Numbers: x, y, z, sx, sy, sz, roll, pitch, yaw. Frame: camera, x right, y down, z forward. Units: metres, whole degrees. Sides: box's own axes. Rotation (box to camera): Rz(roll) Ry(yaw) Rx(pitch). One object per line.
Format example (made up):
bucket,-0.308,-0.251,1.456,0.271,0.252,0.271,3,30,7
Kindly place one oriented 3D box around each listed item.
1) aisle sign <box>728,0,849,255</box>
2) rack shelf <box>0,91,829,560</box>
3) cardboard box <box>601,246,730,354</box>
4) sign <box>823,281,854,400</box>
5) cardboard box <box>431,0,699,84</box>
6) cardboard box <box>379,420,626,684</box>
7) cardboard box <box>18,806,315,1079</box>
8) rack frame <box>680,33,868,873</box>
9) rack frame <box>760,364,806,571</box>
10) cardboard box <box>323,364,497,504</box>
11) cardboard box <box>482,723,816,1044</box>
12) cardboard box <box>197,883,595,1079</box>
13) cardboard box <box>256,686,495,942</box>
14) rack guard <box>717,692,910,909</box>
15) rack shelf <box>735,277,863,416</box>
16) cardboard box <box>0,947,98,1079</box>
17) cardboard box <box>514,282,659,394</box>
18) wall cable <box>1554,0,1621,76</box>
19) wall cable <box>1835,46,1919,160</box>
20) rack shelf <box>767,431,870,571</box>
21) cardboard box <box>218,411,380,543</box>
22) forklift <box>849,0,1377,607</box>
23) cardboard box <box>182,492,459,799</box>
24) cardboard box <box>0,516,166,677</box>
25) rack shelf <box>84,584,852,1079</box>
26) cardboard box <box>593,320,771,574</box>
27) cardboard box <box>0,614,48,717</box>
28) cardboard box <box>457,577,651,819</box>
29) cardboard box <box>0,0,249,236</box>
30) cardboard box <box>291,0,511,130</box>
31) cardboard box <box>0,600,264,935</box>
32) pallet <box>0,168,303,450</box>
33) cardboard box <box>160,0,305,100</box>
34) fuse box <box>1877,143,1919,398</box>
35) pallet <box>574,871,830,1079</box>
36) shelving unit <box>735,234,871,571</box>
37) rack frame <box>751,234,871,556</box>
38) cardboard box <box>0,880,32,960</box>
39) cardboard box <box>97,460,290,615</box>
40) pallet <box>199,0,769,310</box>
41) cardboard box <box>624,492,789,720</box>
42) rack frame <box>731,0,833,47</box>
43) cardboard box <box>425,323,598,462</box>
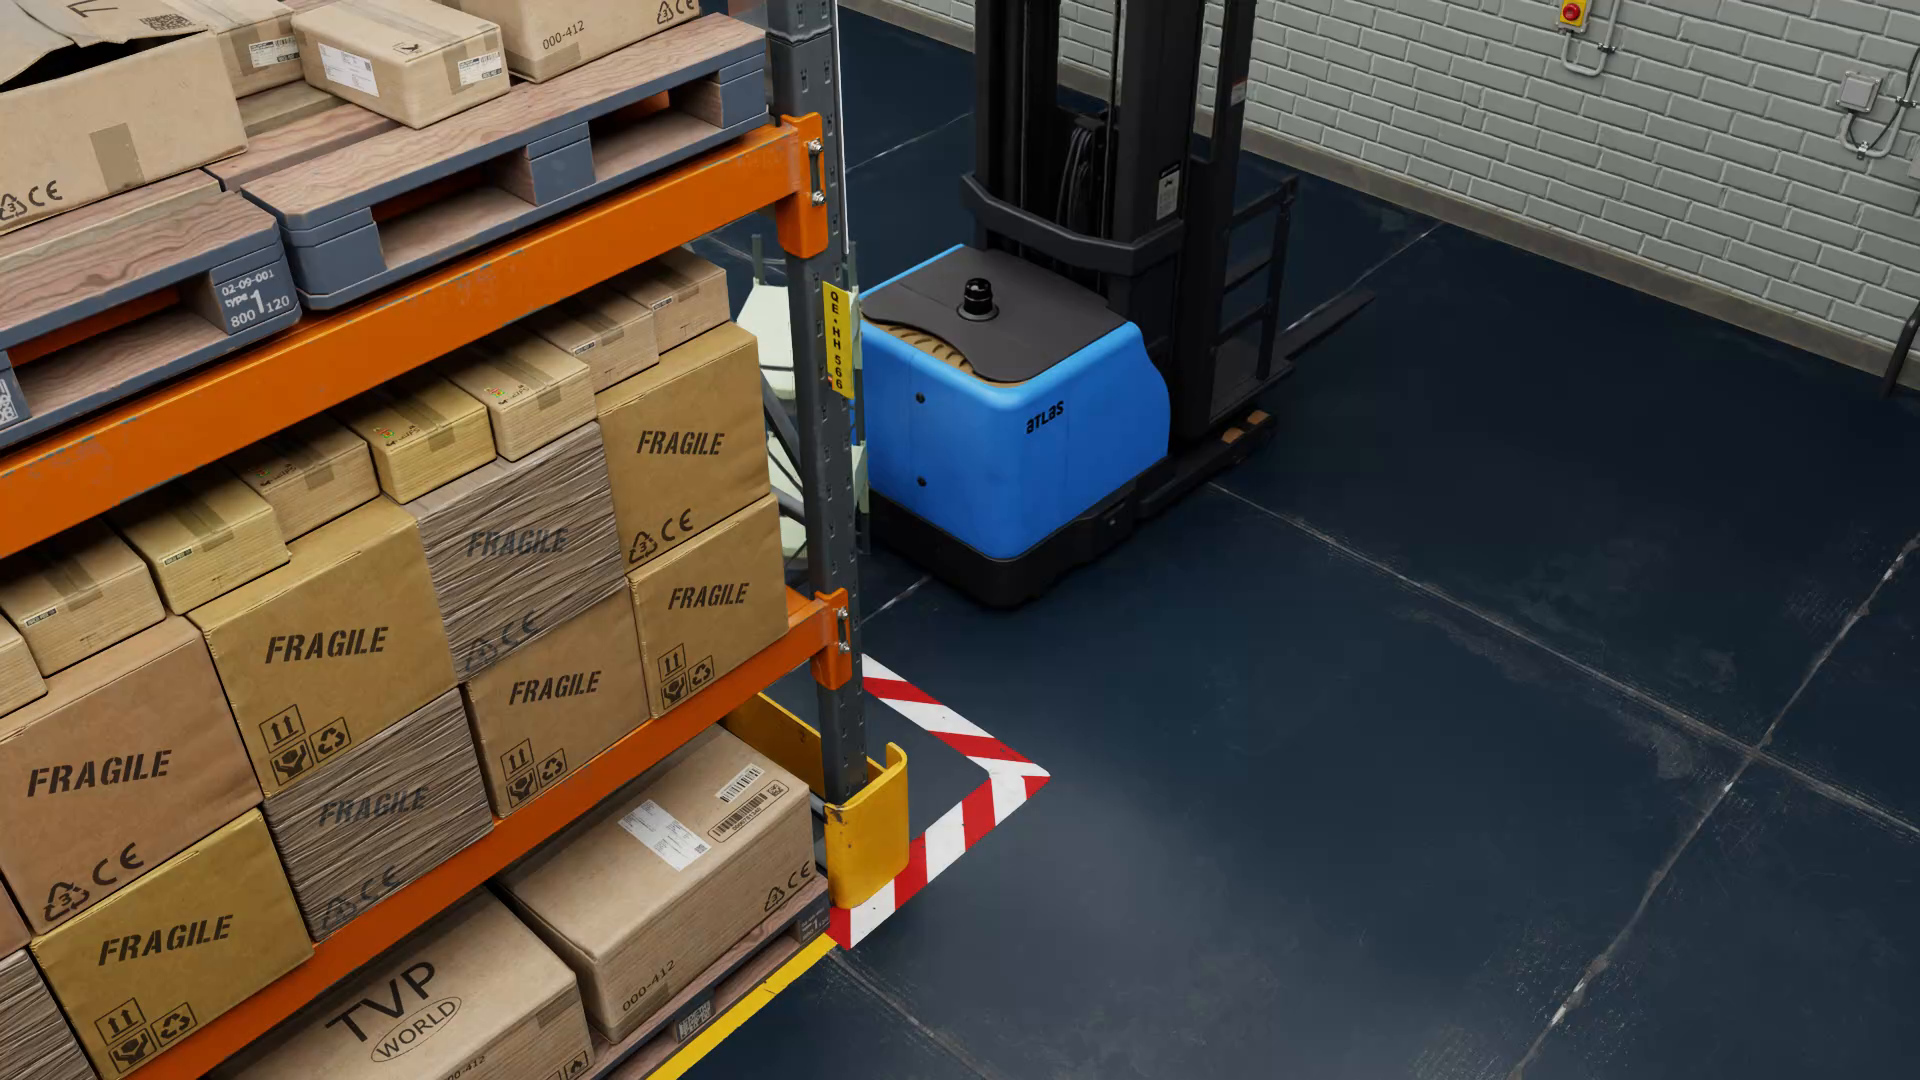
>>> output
aisle sign,-0.436,-1.132,4.175,0.394,0.787,0.004,30,47,32
rack shelf,-2.062,-0.185,3.241,1.077,0.370,4.000,30,47,32
cardboard box,-0.808,-0.647,4.249,0.380,0.149,0.250,30,47,32
sign,-0.322,-0.523,4.377,0.100,0.325,0.005,30,47,32
cardboard box,-0.950,-1.286,3.750,0.500,0.250,0.500,25,45,28
cardboard box,-1.194,-0.068,4.042,0.500,0.500,0.500,30,47,32
cardboard box,-1.872,0.789,3.767,0.500,0.500,0.500,31,48,33
rack frame,-0.713,-0.212,5.106,1.000,3.000,0.127,30,47,32
rack frame,-0.703,-0.096,6.163,0.400,1.500,0.023,6,39,7
cardboard box,-1.273,-0.268,3.772,0.380,0.149,0.250,31,48,33
cardboard box,-1.085,0.972,5.339,0.875,0.438,0.875,28,46,31
cardboard box,-1.696,1.396,4.806,0.875,0.438,0.875,31,48,33
cardboard box,-1.533,0.547,4.072,0.500,0.500,0.500,31,48,33
rack guard,-0.697,0.756,5.898,1.175,0.500,0.348,30,47,32
rack shelf,-0.646,-0.626,6.204,0.431,0.370,0.720,6,39,7
cardboard box,-2.219,1.026,3.469,0.500,0.500,0.500,30,47,32
cardboard box,-0.961,-0.520,4.089,0.380,0.149,0.250,31,48,33
wall cable,3.074,-3.222,8.050,0.585,1.953,0.123,30,47,32
wall cable,4.128,-2.619,7.318,0.588,1.984,0.122,30,47,32
rack shelf,-0.643,-0.065,6.649,0.431,0.370,0.720,6,39,7
cardboard box,-1.502,-0.178,3.658,0.380,0.149,0.250,29,47,32
forklift,0.842,-1.697,7.030,1.130,2.935,3.031,31,48,33
cardboard box,-1.530,0.158,3.758,0.500,0.500,0.500,29,47,32
cardboard box,-1.819,0.075,3.341,0.380,0.149,0.250,31,48,33
rack shelf,-2.062,0.989,4.174,1.077,0.370,4.000,30,47,32
cardboard box,-0.863,-0.321,4.360,0.500,0.500,0.500,31,48,33
cardboard box,-1.966,0.214,3.166,0.380,0.149,0.250,30,47,32
cardboard box,-1.193,0.306,4.374,0.500,0.500,0.500,29,47,31
cardboard box,-1.760,-0.888,3.200,0.500,0.311,0.500,31,48,33
cardboard box,-1.174,-1.020,3.497,0.380,0.149,0.250,26,45,29
cardboard box,-1.870,0.388,3.468,0.500,0.500,0.500,29,47,32
pallet,-2.029,-0.443,3.058,1.003,0.211,1.213,30,47,32
cardboard box,-1.617,-1.088,3.582,0.380,0.149,0.250,31,48,33
fuse box,4.526,-1.359,7.584,0.539,1.711,0.414,30,47,32
pallet,-1.195,1.280,5.471,1.003,0.211,1.213,30,47,32
shelving unit,-0.644,-0.320,6.446,0.431,1.500,0.755,6,39,7
rack frame,-0.585,-0.545,6.729,0.400,1.500,0.023,6,39,7
cardboard box,-2.212,0.618,3.179,0.500,0.500,0.500,31,48,33
cardboard box,-1.628,-0.038,3.483,0.380,0.149,0.250,31,48,33
pallet,-1.206,-1.006,3.766,1.003,0.211,1.213,30,47,32
cardboard box,-0.843,0.082,4.657,0.500,0.500,0.500,30,47,32
rack frame,-0.713,-2.560,3.239,1.000,3.000,0.127,30,47,32
cardboard box,-1.073,-0.366,3.896,0.380,0.149,0.250,29,47,31
